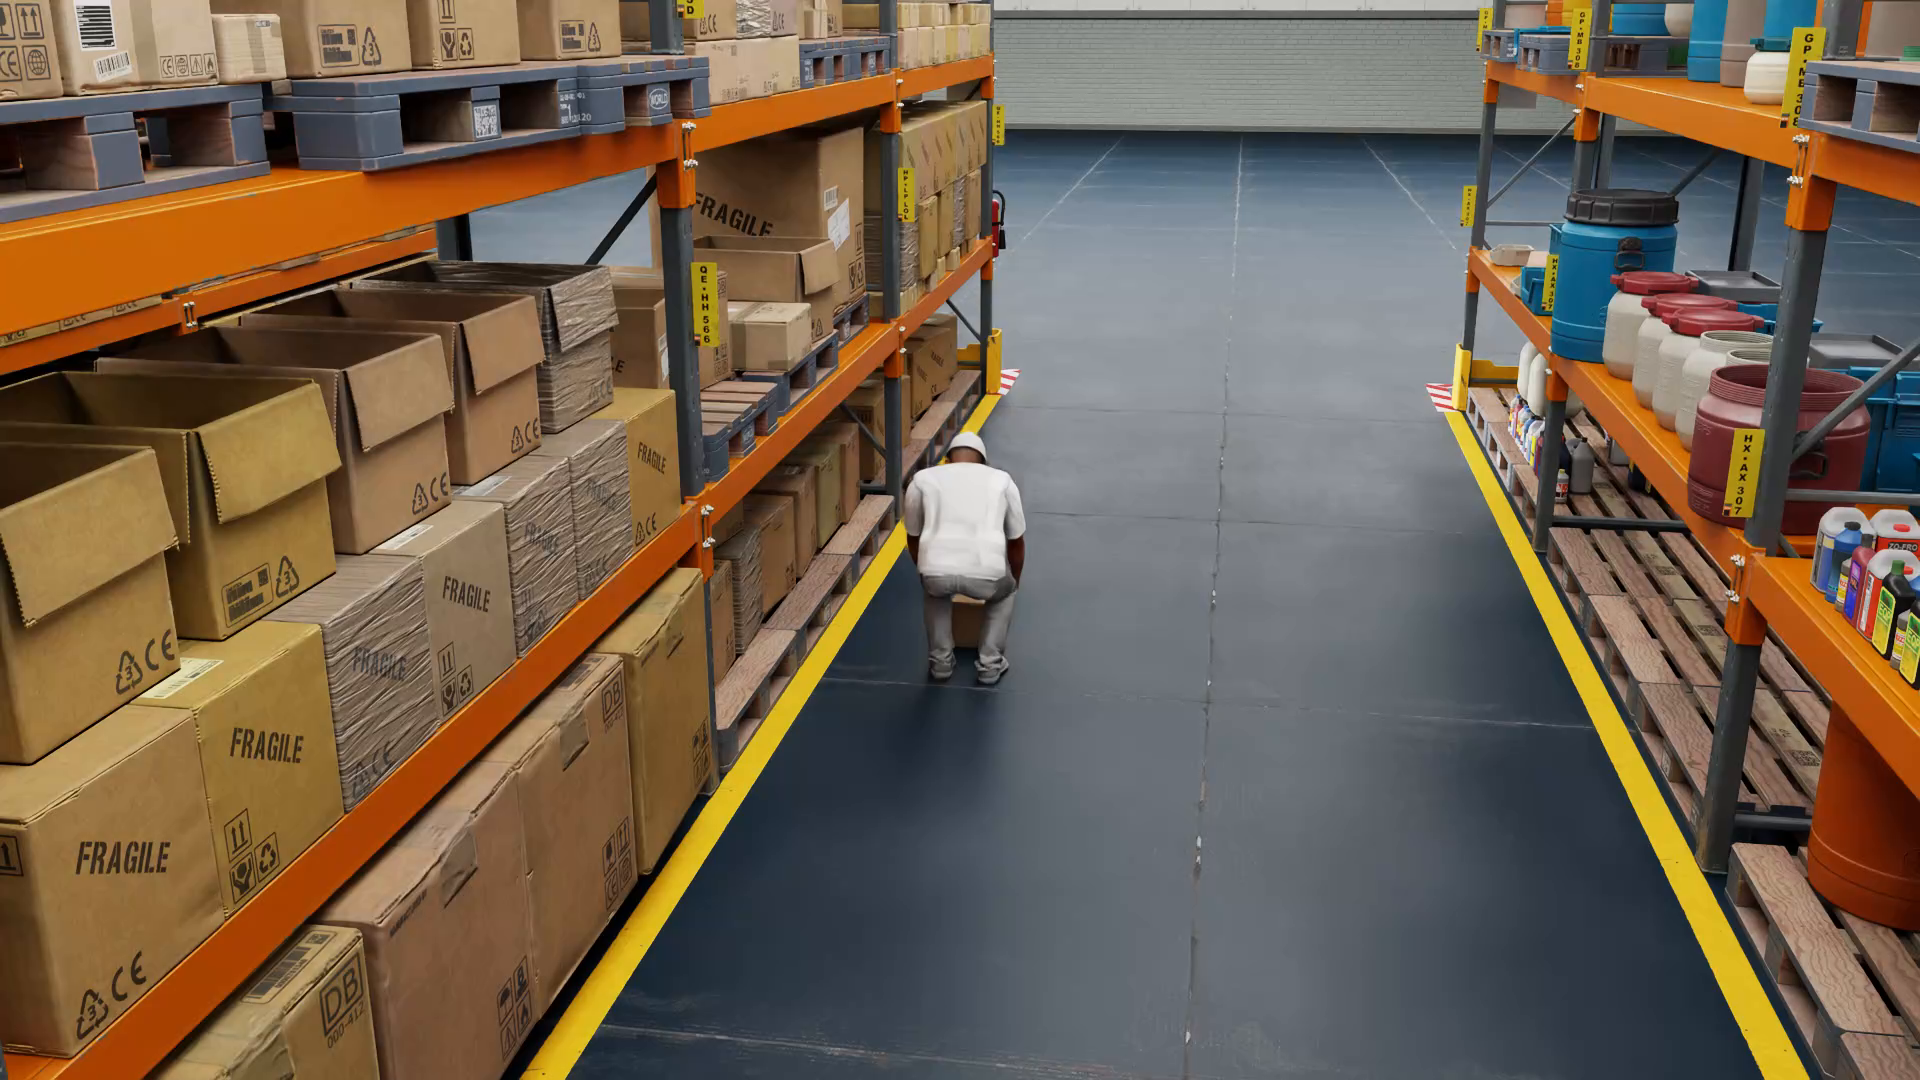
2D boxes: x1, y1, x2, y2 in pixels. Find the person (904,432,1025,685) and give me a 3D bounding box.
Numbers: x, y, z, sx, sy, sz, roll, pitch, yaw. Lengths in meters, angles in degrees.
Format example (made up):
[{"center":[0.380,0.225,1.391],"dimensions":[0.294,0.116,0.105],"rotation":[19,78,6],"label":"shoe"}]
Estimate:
[{"center":[-0.002,0.093,8.254],"dimensions":[0.611,1.140,0.862],"rotation":[3,18,9],"label":"person"}]
